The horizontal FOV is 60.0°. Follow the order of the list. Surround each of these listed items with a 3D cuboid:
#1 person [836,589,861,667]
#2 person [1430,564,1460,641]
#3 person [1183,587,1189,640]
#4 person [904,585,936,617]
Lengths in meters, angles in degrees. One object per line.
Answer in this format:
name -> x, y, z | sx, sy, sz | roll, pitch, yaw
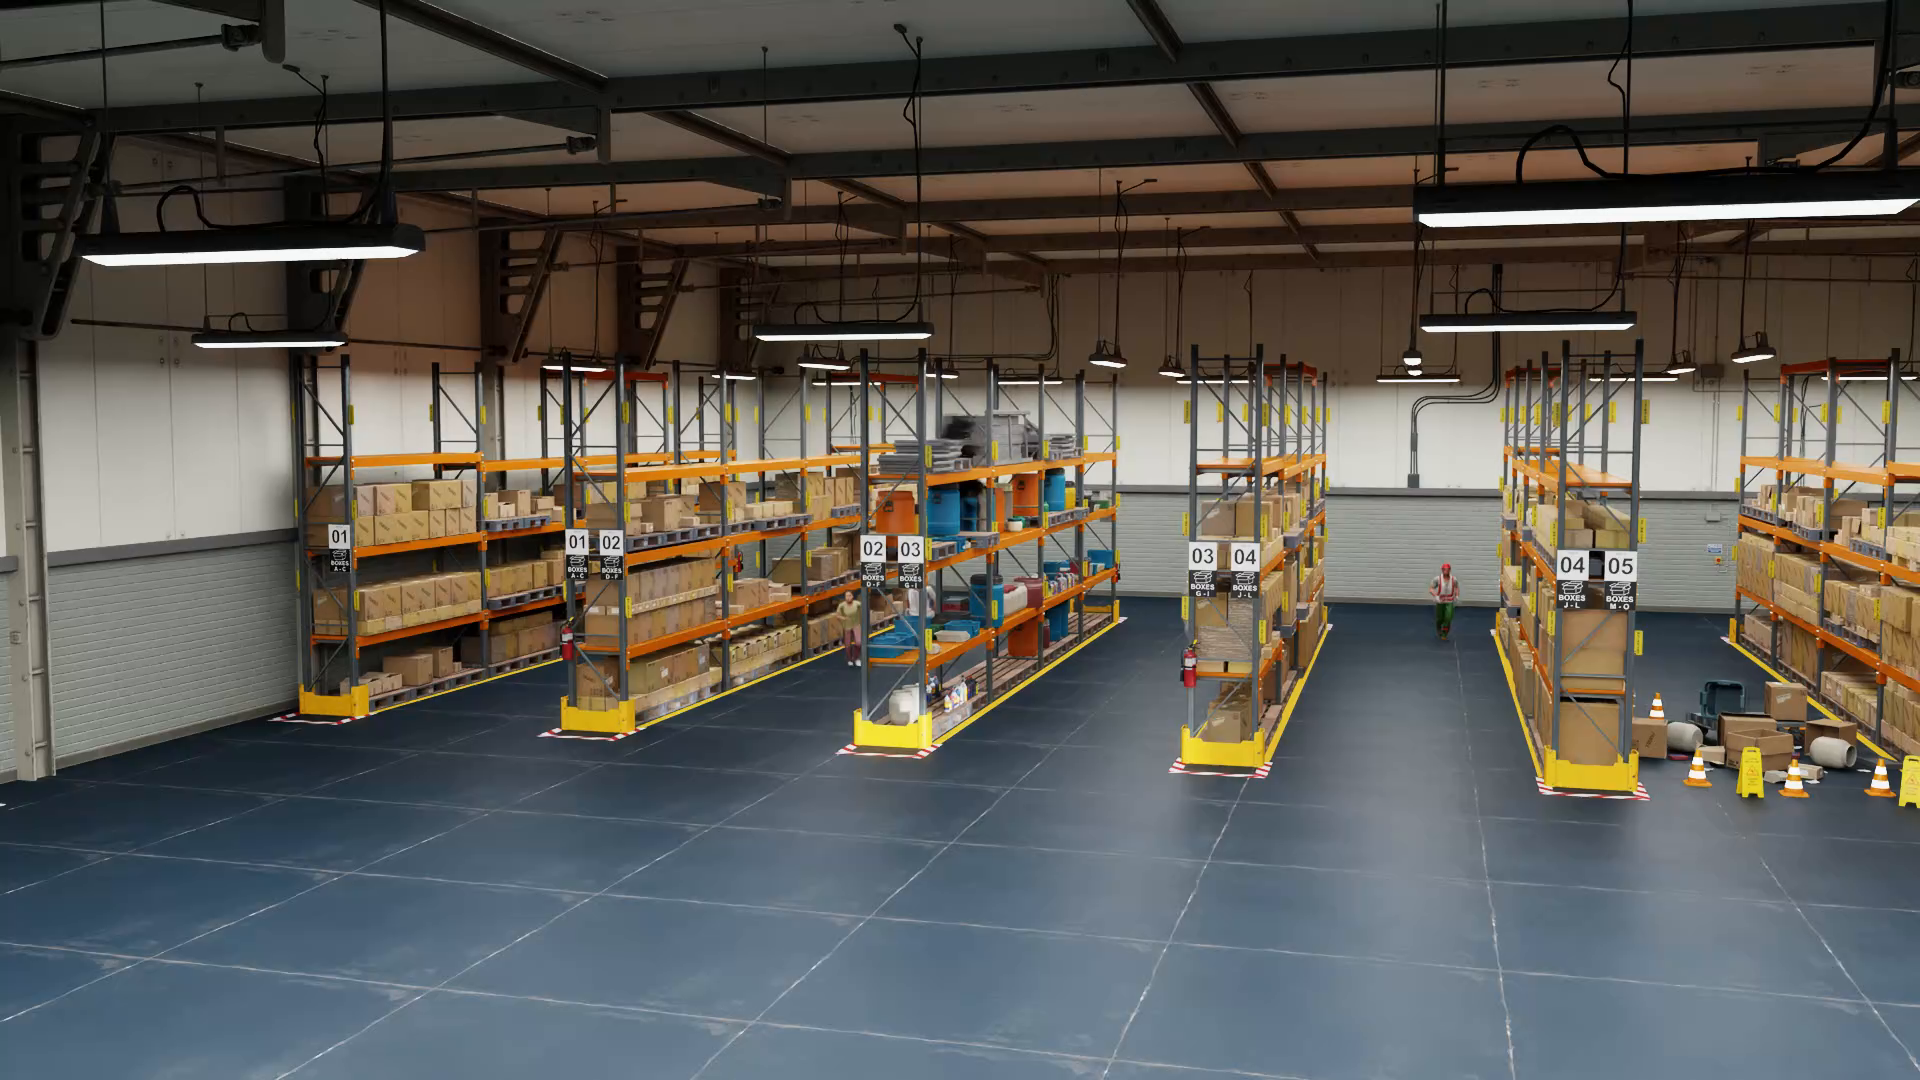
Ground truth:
person -> -2.150, 1.742, 32.895 | 0.585, 1.565, 0.854 | 0, 4, -3
person -> 10.784, 1.374, 37.037 | 0.656, 1.733, 0.709 | 1, 4, 8
person -> 4.922, 1.685, 34.401 | 0.733, 1.441, 1.183 | 2, 5, 24
person -> -0.798, 1.463, 32.425 | 0.674, 1.694, 0.594 | 2, 5, 23
